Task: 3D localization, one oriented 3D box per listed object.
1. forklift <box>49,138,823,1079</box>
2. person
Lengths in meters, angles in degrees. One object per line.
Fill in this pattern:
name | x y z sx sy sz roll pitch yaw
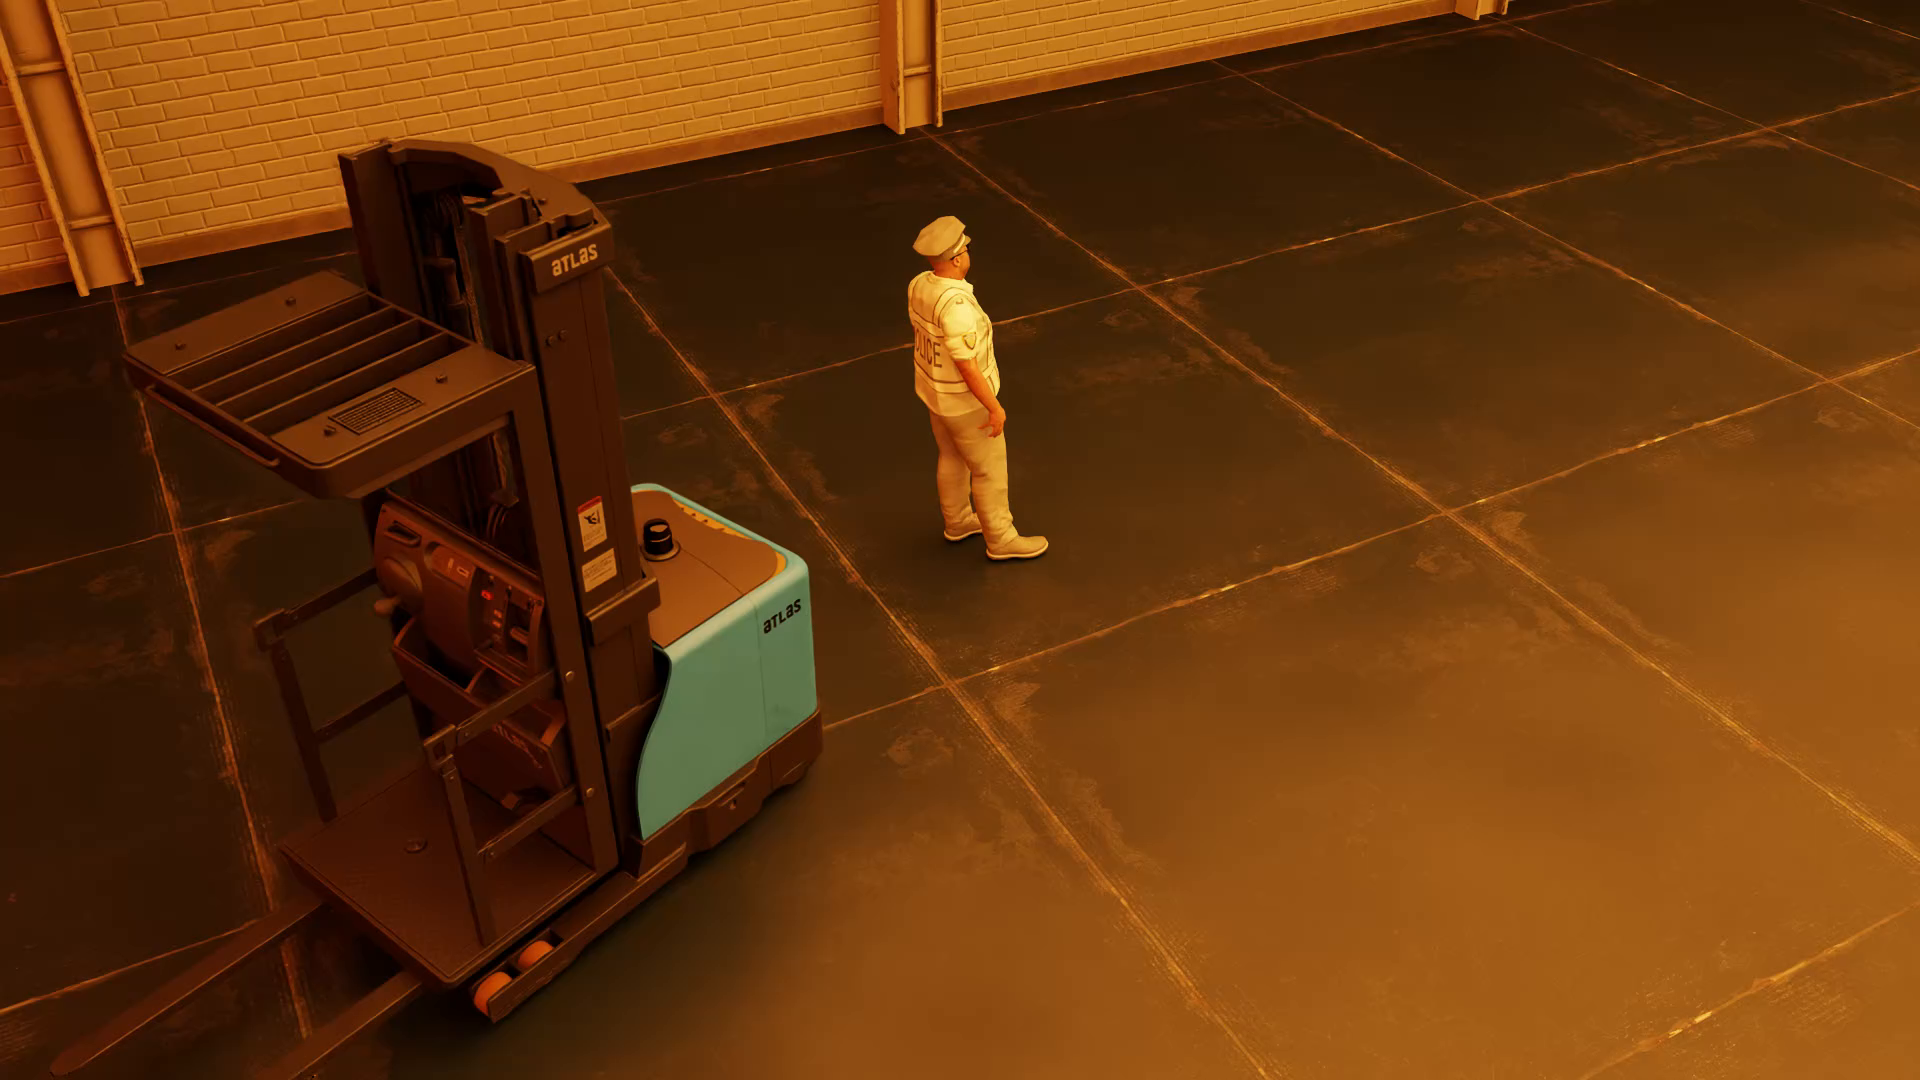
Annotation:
forklift | -1.916 0.245 5.776 1.130 2.935 3.031 25 42 31
person | 0.074 -0.749 8.166 0.574 1.779 0.641 -17 39 -23
